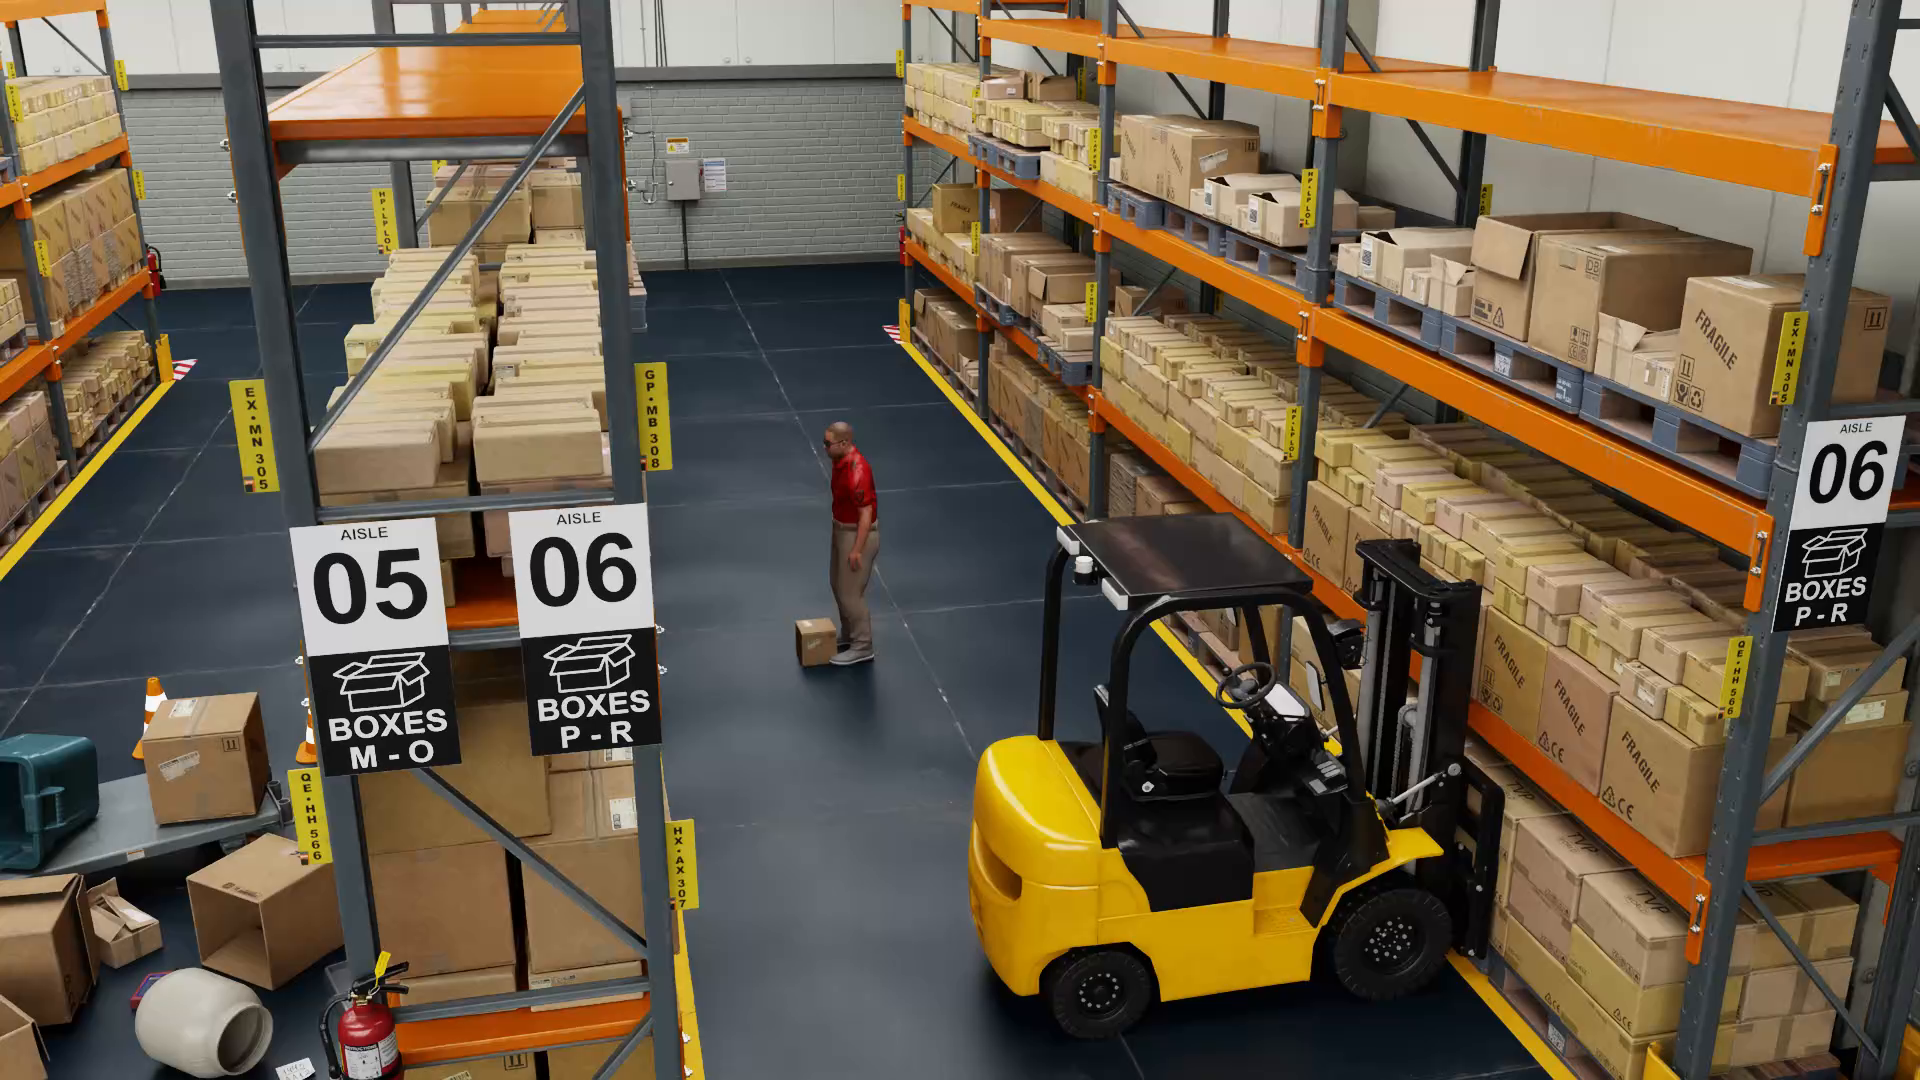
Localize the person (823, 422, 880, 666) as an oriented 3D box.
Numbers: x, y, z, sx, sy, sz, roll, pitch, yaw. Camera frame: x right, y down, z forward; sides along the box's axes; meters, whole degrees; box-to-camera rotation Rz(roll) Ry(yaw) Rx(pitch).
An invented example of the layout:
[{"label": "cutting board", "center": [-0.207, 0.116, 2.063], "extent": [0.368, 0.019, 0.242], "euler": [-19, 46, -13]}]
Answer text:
[{"label": "person", "center": [-0.770, 0.001, 11.589], "extent": [0.393, 1.725, 0.593], "euler": [-6, 20, -15]}]
